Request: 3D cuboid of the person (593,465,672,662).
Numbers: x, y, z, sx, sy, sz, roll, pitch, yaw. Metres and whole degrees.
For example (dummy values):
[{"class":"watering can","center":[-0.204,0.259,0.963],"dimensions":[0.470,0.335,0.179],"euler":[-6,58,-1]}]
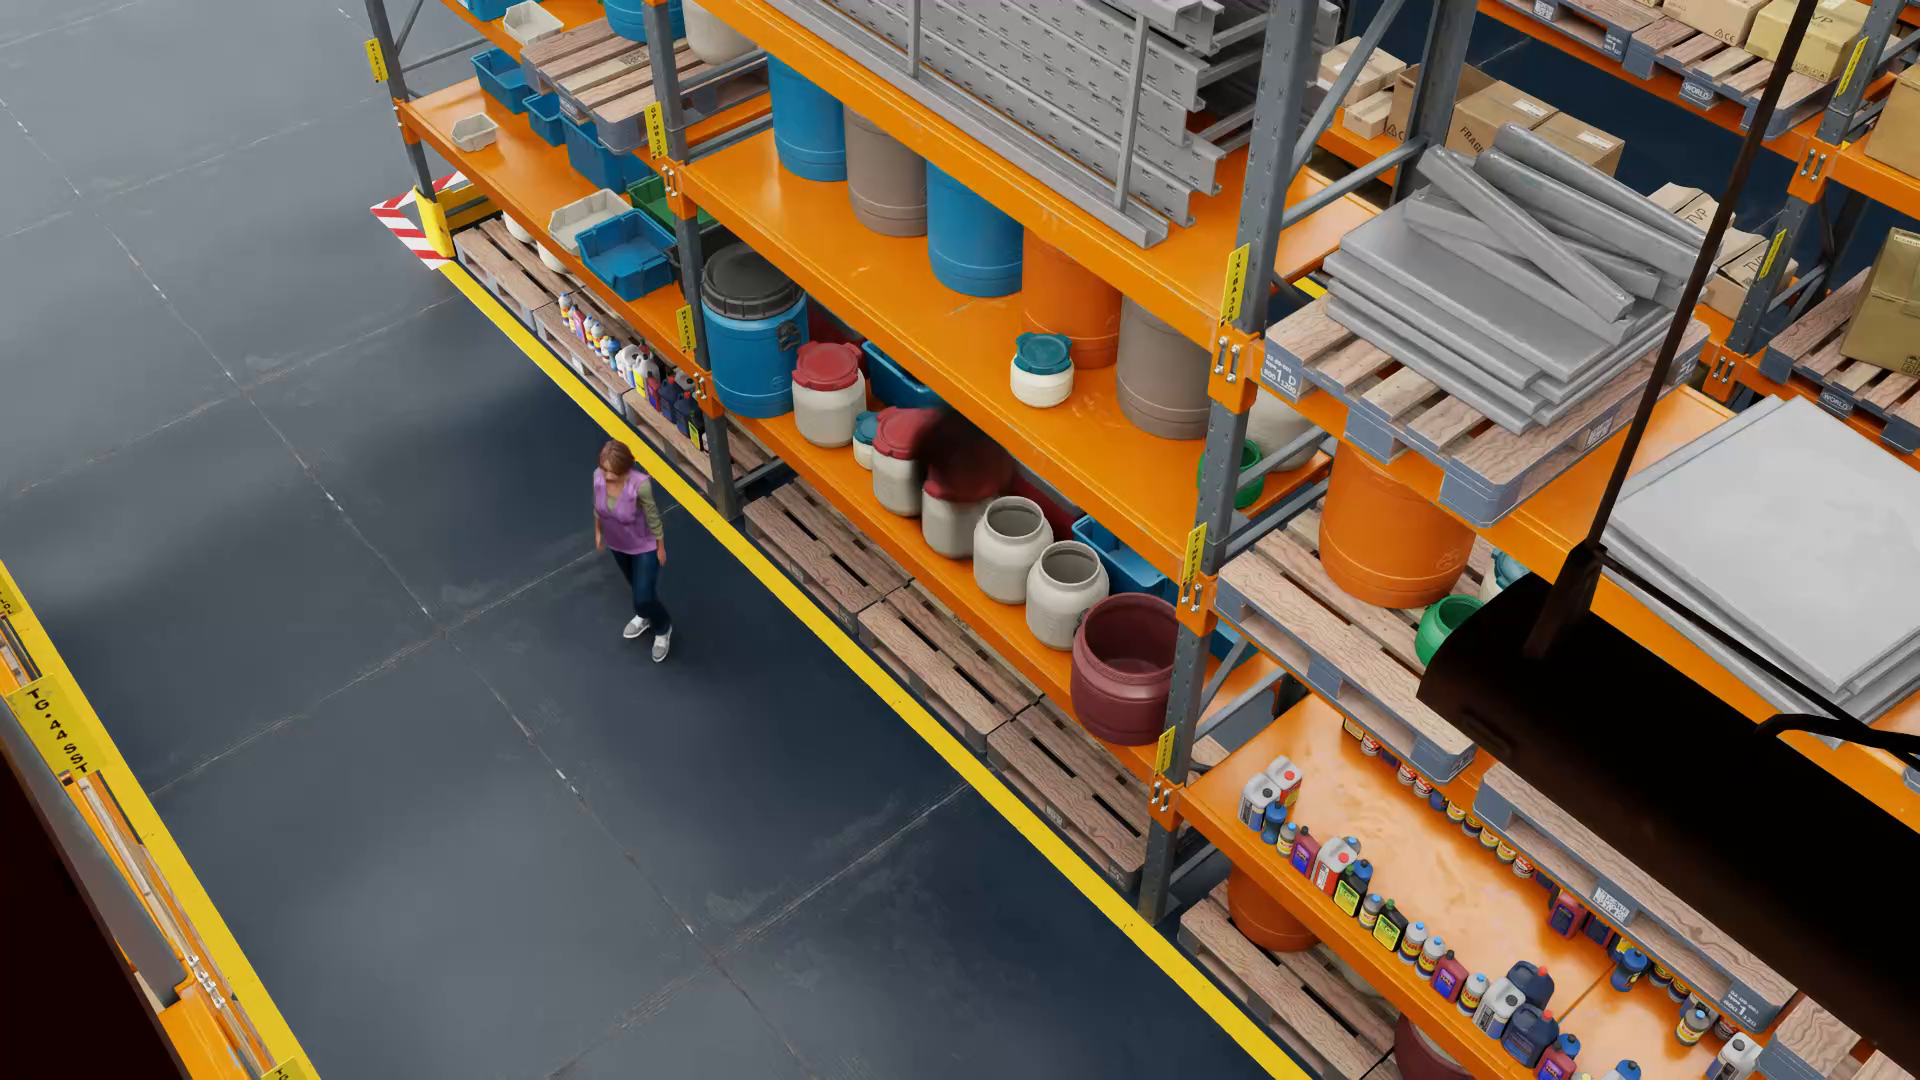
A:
[{"class":"person","center":[-1.959,0.108,9.935],"dimensions":[0.466,1.376,0.383],"euler":[21,50,19]}]
